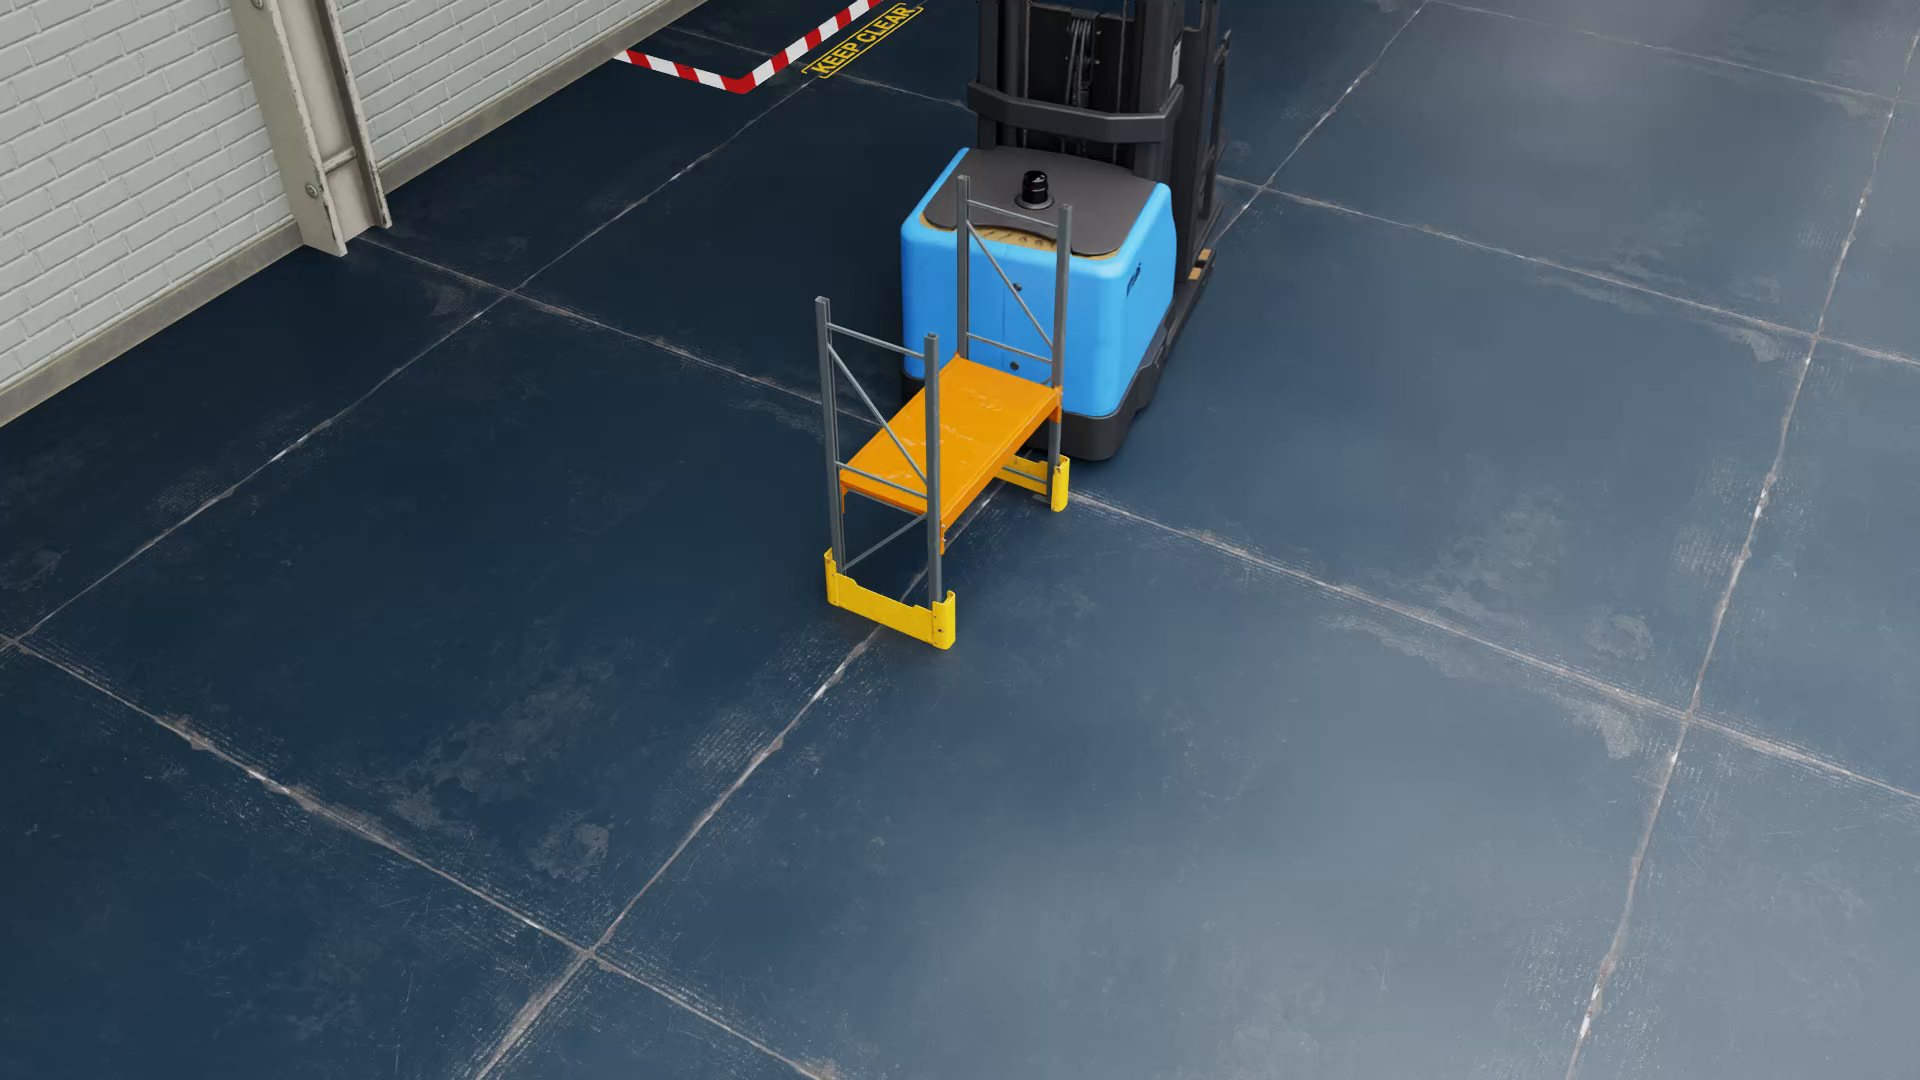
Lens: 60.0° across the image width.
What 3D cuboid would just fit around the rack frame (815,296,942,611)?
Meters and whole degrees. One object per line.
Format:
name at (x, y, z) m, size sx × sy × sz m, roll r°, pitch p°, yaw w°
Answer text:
rack frame at (-0.297, -0.223, 6.369) m, size 0.500 × 1.500 × 0.032 m, roll 21°, pitch 45°, yaw 22°

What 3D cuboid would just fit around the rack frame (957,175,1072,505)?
rack frame at (0.212, -0.805, 7.029) m, size 0.500 × 1.500 × 0.032 m, roll 21°, pitch 45°, yaw 22°

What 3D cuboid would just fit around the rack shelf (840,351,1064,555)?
rack shelf at (-0.043, -0.379, 6.818) m, size 0.538 × 0.185 × 1.000 m, roll 21°, pitch 45°, yaw 22°

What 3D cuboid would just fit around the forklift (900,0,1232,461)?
forklift at (0.716, -2.444, 7.807) m, size 1.130 × 2.935 × 3.031 m, roll 14°, pitch 43°, yaw 15°

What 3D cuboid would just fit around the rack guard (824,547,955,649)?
rack guard at (-0.287, 0.235, 6.794) m, size 0.587 × 0.250 × 0.087 m, roll 21°, pitch 45°, yaw 22°

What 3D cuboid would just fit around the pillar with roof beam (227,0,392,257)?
pillar with roof beam at (0.345, -3.646, 4.582) m, size 9.100 × 9.000 × 0.400 m, roll 21°, pitch 45°, yaw 22°

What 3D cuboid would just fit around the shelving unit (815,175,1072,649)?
shelving unit at (-0.038, -0.519, 6.705) m, size 0.587 × 1.500 × 1.083 m, roll 21°, pitch 45°, yaw 22°

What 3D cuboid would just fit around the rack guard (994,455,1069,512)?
rack guard at (0.211, -0.335, 7.441) m, size 0.587 × 0.250 × 0.087 m, roll 21°, pitch 45°, yaw 22°
